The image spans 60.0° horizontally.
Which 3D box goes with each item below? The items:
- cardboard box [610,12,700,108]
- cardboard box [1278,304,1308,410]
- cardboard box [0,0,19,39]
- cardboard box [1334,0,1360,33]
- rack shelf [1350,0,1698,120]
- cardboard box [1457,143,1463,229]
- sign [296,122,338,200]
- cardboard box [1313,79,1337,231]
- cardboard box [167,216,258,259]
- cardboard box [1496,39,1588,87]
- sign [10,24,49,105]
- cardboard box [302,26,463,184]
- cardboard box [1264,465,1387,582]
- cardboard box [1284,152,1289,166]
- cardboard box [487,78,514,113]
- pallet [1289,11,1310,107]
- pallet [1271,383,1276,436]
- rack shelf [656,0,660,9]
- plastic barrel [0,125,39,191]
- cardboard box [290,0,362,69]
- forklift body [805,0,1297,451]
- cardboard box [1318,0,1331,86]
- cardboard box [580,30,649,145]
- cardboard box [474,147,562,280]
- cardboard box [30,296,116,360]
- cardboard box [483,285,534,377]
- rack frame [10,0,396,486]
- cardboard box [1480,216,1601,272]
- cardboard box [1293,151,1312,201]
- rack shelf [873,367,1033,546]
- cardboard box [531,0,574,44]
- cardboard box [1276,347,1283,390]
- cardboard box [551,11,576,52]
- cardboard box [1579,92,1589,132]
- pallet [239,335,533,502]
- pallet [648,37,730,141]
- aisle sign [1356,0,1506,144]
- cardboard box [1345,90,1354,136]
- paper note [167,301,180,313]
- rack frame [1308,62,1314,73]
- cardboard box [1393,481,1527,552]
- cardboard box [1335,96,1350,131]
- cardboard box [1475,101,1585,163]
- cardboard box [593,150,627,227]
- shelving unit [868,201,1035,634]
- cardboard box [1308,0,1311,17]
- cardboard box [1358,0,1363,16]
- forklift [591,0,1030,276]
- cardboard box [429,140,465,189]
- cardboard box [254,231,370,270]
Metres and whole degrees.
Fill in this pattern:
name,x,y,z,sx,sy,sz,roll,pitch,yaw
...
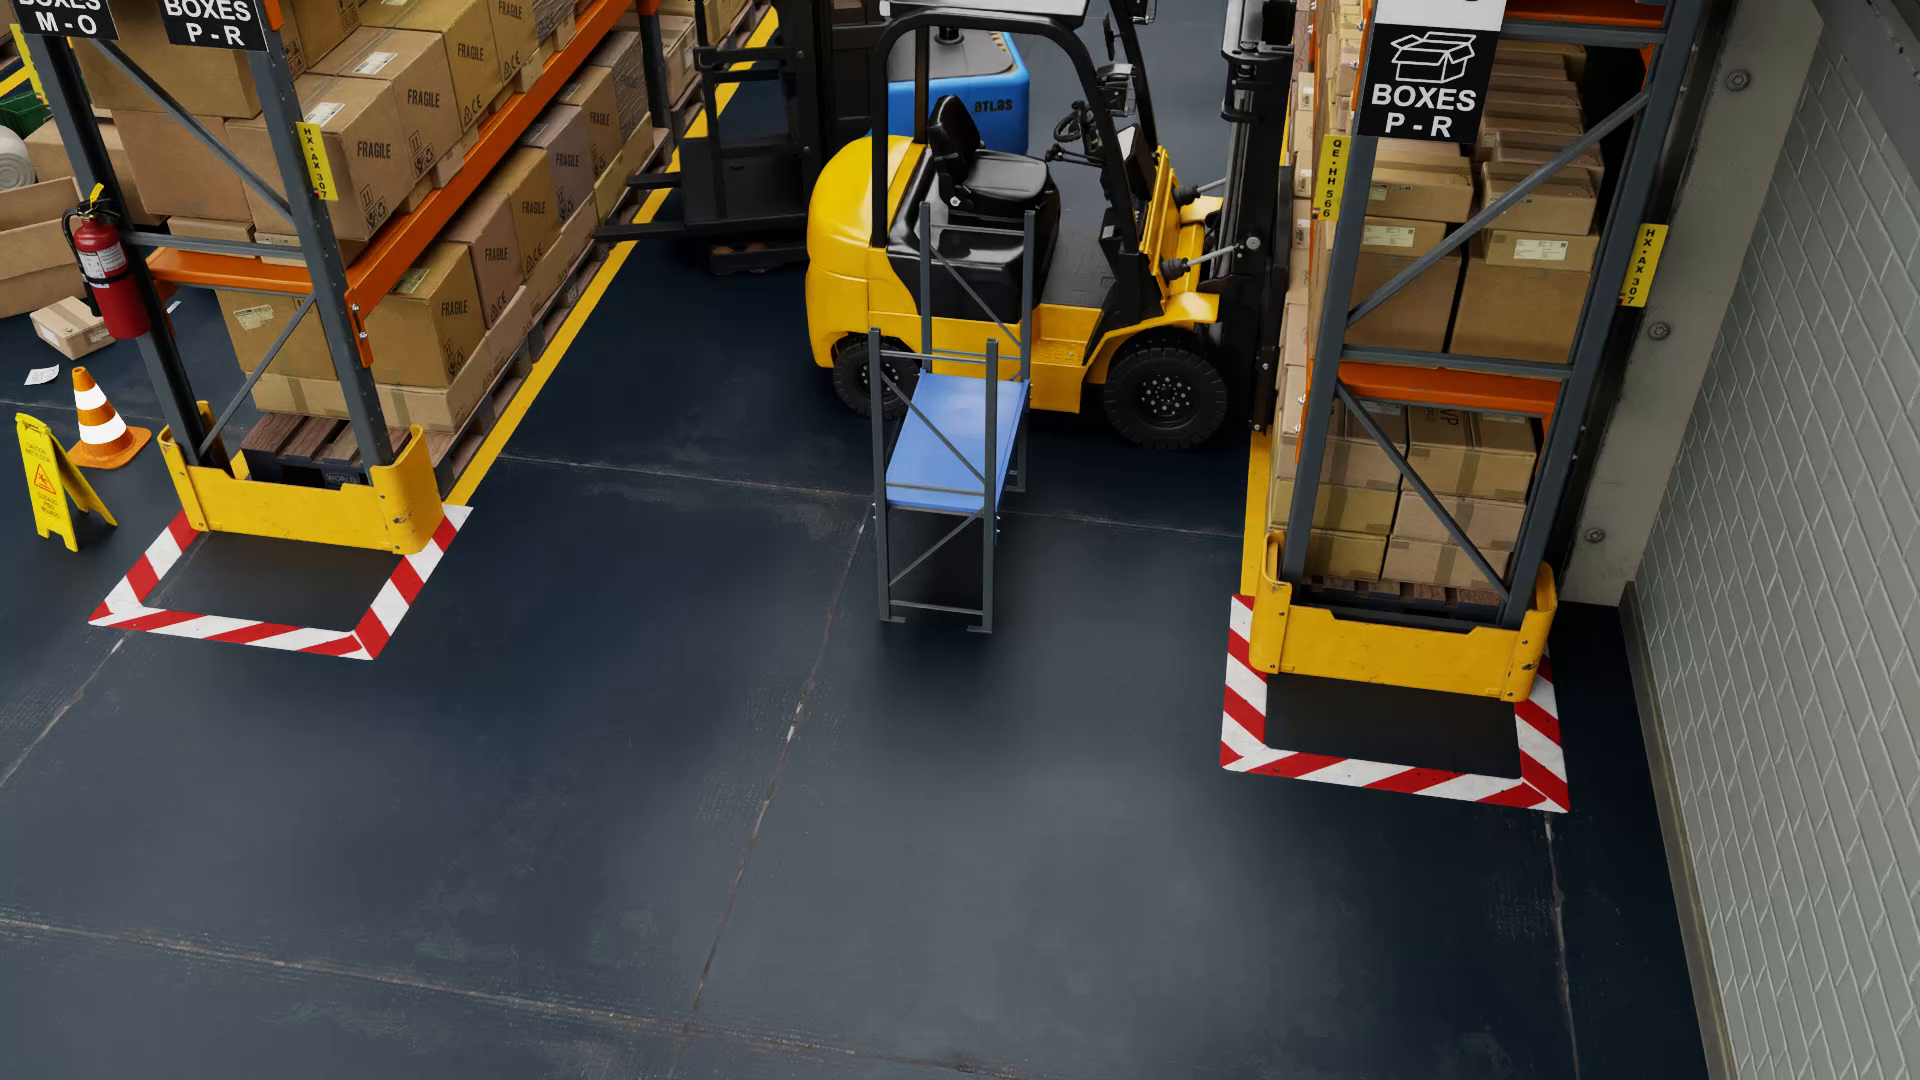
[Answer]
name,x,y,z,sx,sy,sz,roll,pitch,yaw
cardboard box,-2.272,-3.195,10.993,0.950,0.372,0.625,7,40,8
cardboard box,1.692,-0.793,7.398,0.500,0.250,0.500,7,40,8
cardboard box,-7.234,-3.893,11.540,1.050,0.750,0.750,6,40,7
cardboard box,1.965,-2.489,7.818,0.380,0.149,0.250,5,40,6
rack shelf,2.183,-2.795,6.987,1.077,0.370,4.000,6,40,8
cardboard box,2.265,-1.309,6.901,0.500,0.500,0.500,8,40,9
sign,-2.518,-1.480,6.506,0.100,0.325,0.005,6,40,8
cardboard box,1.851,-1.683,7.354,0.500,0.500,0.500,6,40,7
cardboard box,-3.198,-1.367,7.247,0.380,0.149,0.250,8,40,9
cardboard box,2.437,-2.055,7.060,0.380,0.149,0.250,6,40,7
sign,-3.595,-1.848,6.474,0.100,0.325,0.005,6,40,8
cardboard box,-2.611,-1.951,7.444,0.500,0.500,0.500,8,40,9
cardboard box,1.607,-0.093,7.336,0.500,0.250,0.500,7,40,8
cardboard box,2.120,-2.006,9.651,0.500,0.250,0.500,7,40,8
cardboard box,-2.472,-2.272,8.341,0.380,0.149,0.250,5,40,6
pallet,2.827,-3.331,11.613,1.003,0.211,1.213,6,40,8
pallet,2.142,-0.834,8.593,1.003,0.211,1.213,6,40,8
rack shelf,-2.014,-4.694,11.638,1.077,0.370,4.000,6,40,8
plastic barrel,-5.938,-2.325,10.229,0.421,0.421,0.512,-28,47,-30
cardboard box,-3.084,-2.406,7.209,0.700,0.500,0.500,7,40,8
forklift body,0.369,-1.725,8.148,2.313,2.155,1.214,6,40,8
cardboard box,2.122,-2.631,8.500,0.500,0.500,0.500,7,40,8
cardboard box,-2.198,-2.706,9.909,0.500,0.500,0.500,6,40,7
cardboard box,-2.456,-1.730,8.728,0.500,0.500,0.500,7,40,9
cardboard box,-4.815,-1.152,9.027,0.380,0.149,0.250,28,47,30
cardboard box,-2.544,-1.103,8.559,0.500,0.250,0.500,8,40,9
rack frame,-3.052,-1.206,6.854,1.000,3.000,0.127,6,40,8
cardboard box,2.151,-1.134,6.180,0.380,0.149,0.250,5,40,7
cardboard box,1.963,-1.756,8.564,0.500,0.250,0.500,8,40,9
rack shelf,-0.015,-0.386,7.322,0.538,0.185,1.000,6,40,8
cardboard box,-2.360,-2.913,8.608,0.500,0.500,0.500,7,40,9
cardboard box,1.780,-0.935,7.963,0.500,0.250,0.500,6,40,7
cardboard box,-2.288,-2.746,8.914,0.380,0.149,0.250,6,40,7
cardboard box,2.401,-1.764,6.942,0.380,0.149,0.250,7,40,8
pallet,-2.864,-0.685,8.413,1.003,0.211,1.213,6,40,8
pallet,-2.227,-3.130,11.370,1.003,0.211,1.213,6,40,8
aisle sign,1.537,-1.654,5.356,0.394,0.787,0.004,6,40,8
cardboard box,1.722,-1.637,6.556,0.380,0.149,0.250,7,40,9
paper note,-4.413,-1.306,9.321,0.032,0.001,0.123,6,40,8
rack frame,2.529,-3.171,9.232,1.000,3.000,0.127,6,40,8
cardboard box,2.123,-0.228,7.107,0.500,0.250,0.500,7,40,8
cardboard box,1.795,-1.845,7.040,0.380,0.149,0.250,5,40,6
cardboard box,2.216,-1.579,6.485,0.380,0.149,0.250,7,40,9
cardboard box,-2.280,-2.082,9.743,0.500,0.250,0.500,5,40,6
shelving unit,-0.015,-0.524,7.207,0.538,1.500,1.048,6,40,8
cardboard box,2.995,-4.127,11.922,0.875,0.625,0.625,8,40,9
cardboard box,1.951,-2.275,7.327,0.380,0.149,0.250,7,40,8
forklift,-1.164,-3.015,9.096,3.031,2.935,1.130,-6,40,-7
cardboard box,-2.545,-1.771,7.735,0.380,0.149,0.250,7,40,8
cardboard box,-2.790,-1.299,7.165,0.380,0.149,0.250,7,40,8
